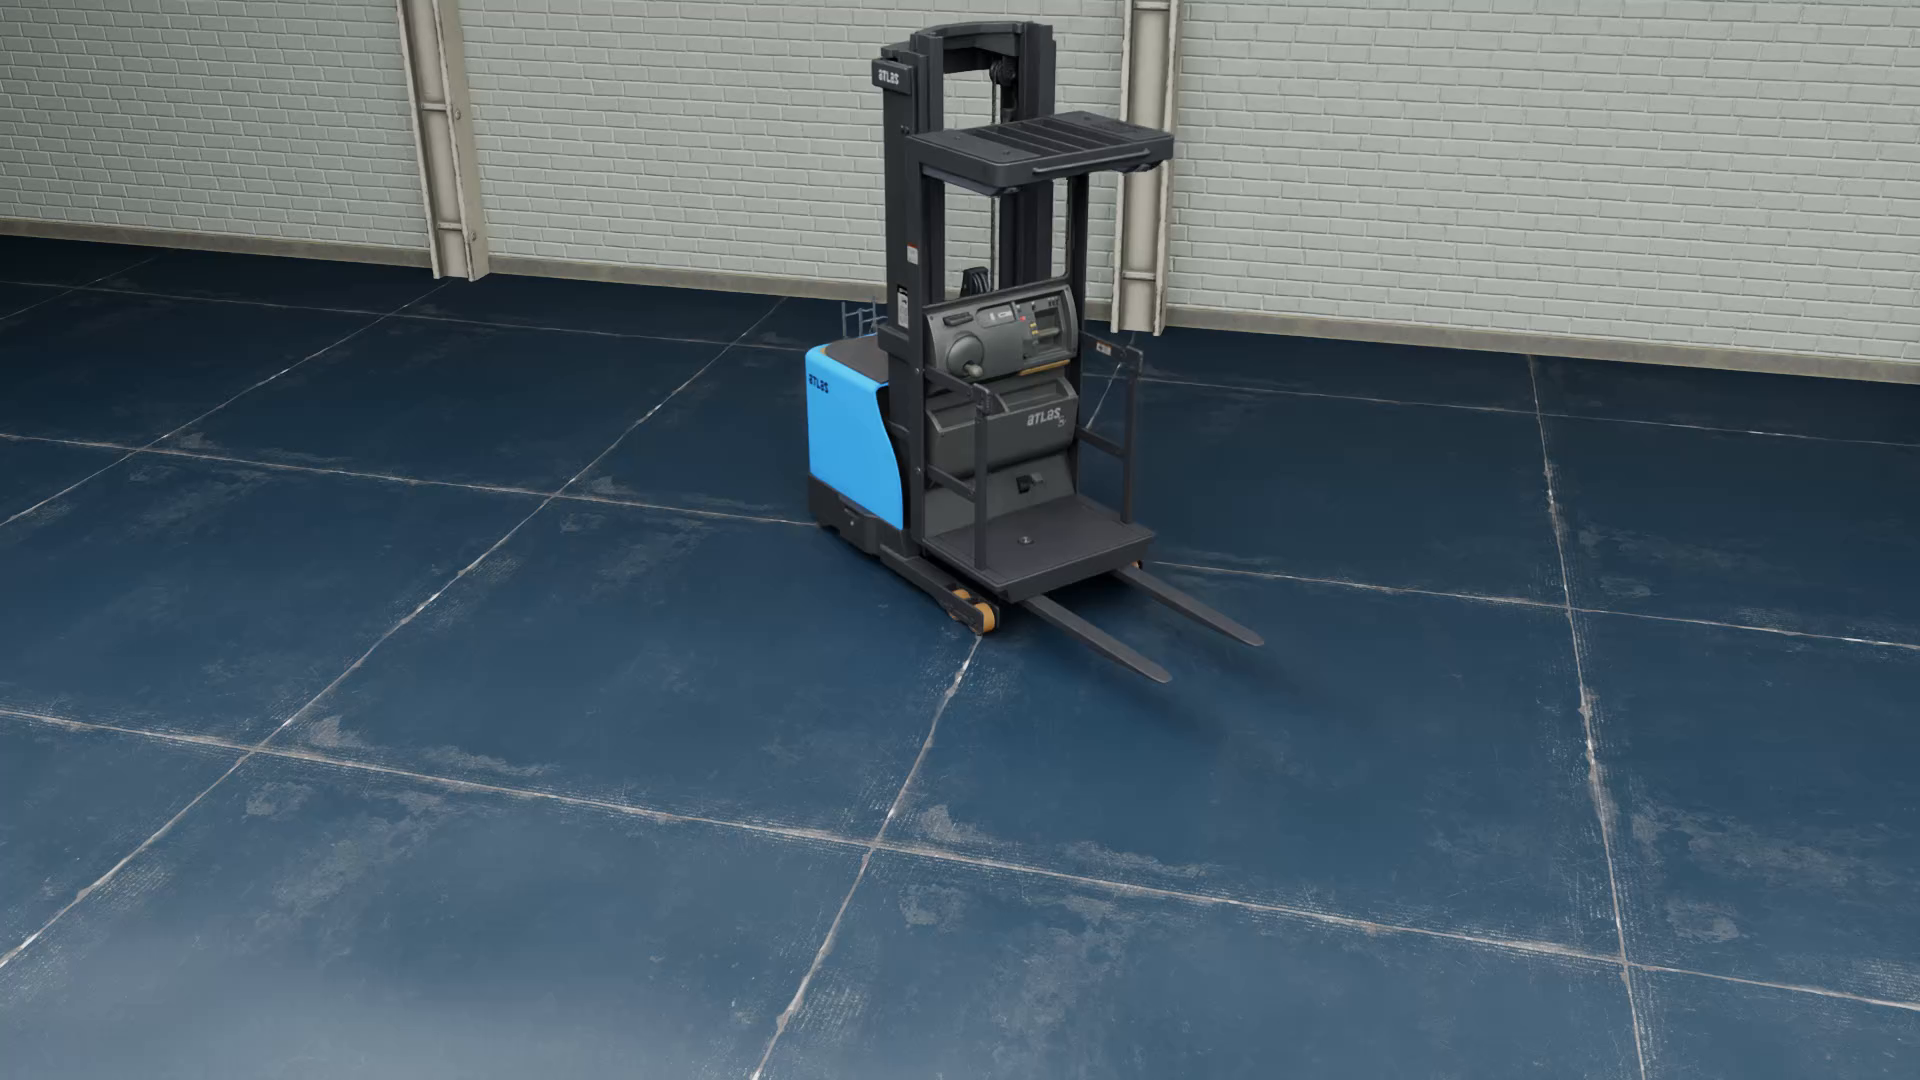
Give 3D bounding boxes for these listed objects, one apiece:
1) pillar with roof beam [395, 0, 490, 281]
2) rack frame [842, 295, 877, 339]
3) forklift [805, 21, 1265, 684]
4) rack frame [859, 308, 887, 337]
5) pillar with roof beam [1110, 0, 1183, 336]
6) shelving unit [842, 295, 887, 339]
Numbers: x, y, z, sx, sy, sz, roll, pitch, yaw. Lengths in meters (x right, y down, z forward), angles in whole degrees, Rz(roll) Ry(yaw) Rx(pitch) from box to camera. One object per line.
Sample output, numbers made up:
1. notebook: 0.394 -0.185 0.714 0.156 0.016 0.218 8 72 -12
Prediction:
1. pillar with roof beam: -5.457 -4.609 8.962 0.400 9.000 9.100 6 26 13
2. rack frame: -0.598 -0.904 10.254 0.240 1.200 0.006 -18 29 -33
3. forklift: 0.354 -1.064 8.575 1.130 2.935 3.031 -17 30 -31
4. rack frame: -0.487 -0.848 10.120 0.240 1.200 0.006 -18 29 -33
5. pillar with roof beam: 0.353 -3.967 7.613 0.400 9.000 9.100 6 26 13
6. shelving unit: -0.542 -0.876 10.187 0.258 1.200 0.189 -18 29 -33
